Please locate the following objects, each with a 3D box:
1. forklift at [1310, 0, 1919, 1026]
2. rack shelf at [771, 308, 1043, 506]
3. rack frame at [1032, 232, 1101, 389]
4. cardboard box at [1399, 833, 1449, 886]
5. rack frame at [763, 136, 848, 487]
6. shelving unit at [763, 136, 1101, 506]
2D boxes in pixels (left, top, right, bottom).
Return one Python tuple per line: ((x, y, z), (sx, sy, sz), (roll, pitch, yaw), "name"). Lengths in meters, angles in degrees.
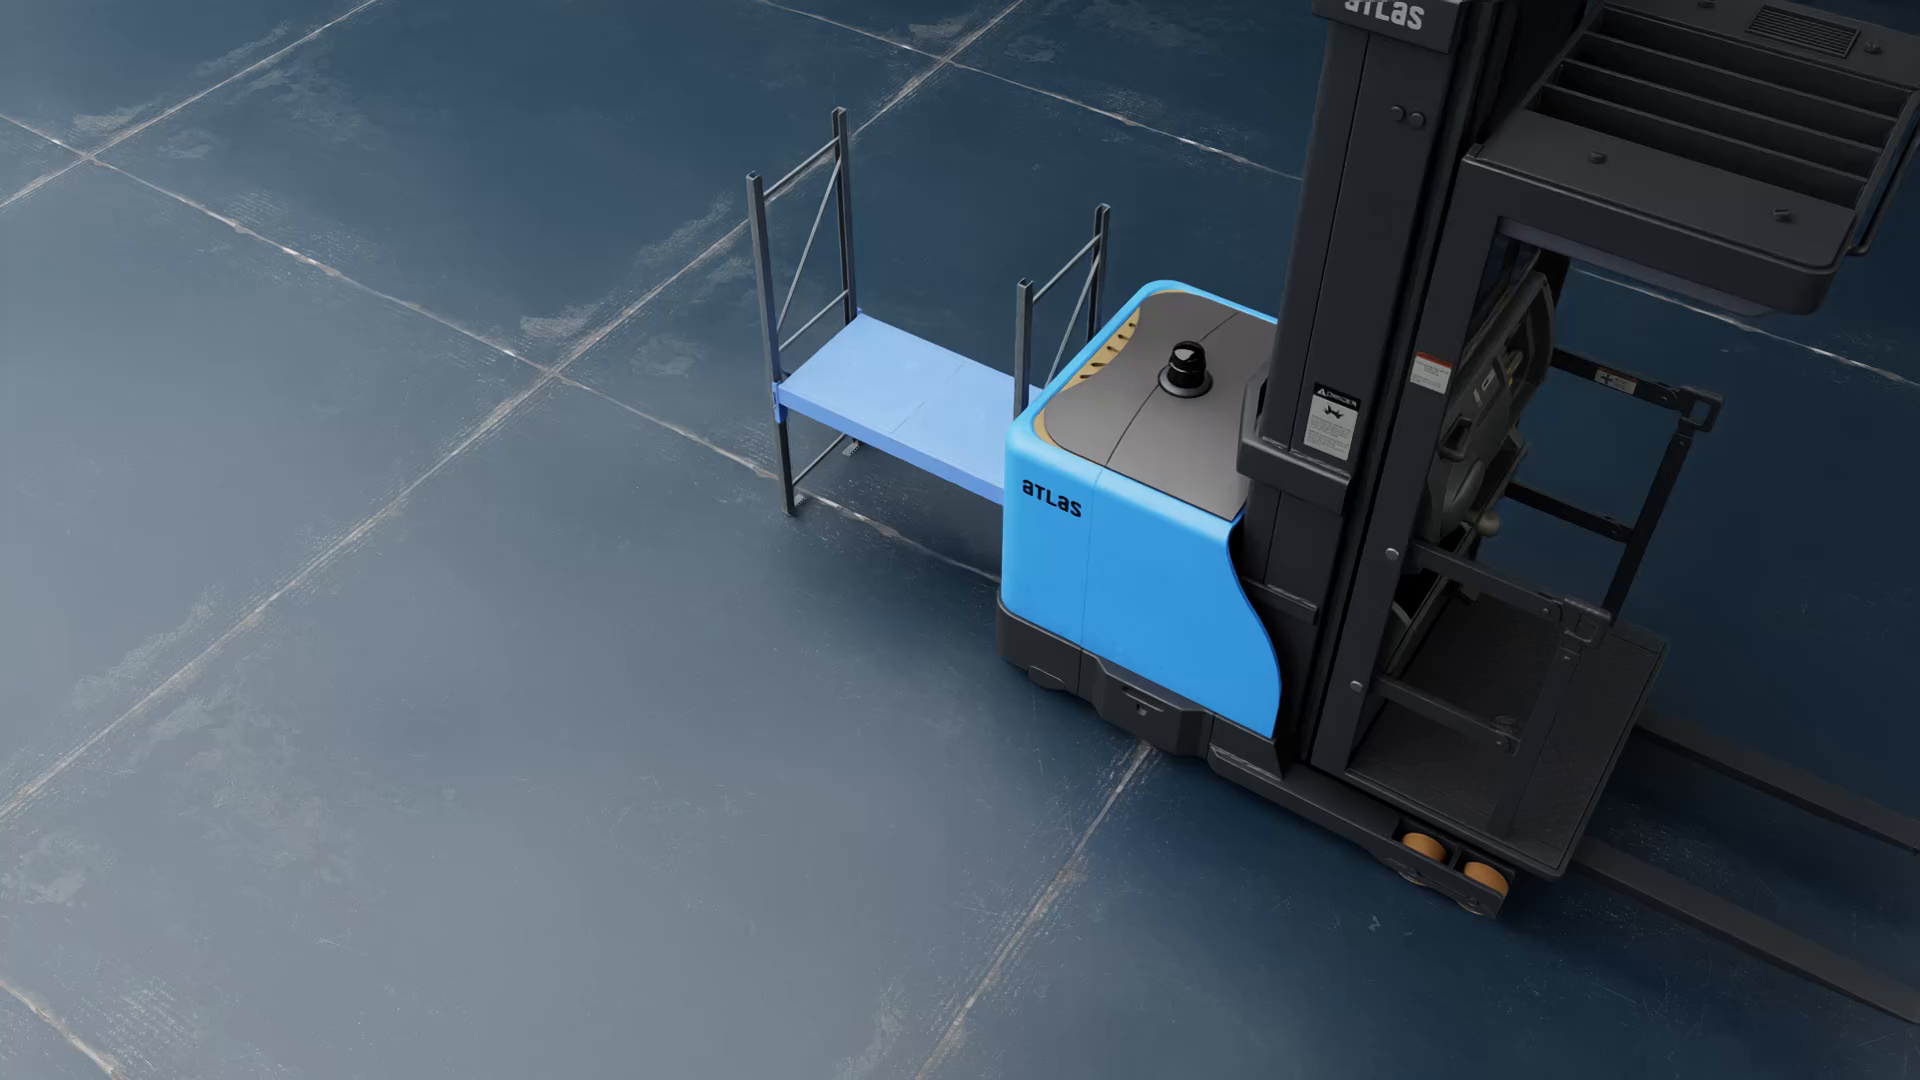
((1.633, -0.305, 4.503), (3.031, 2.935, 1.121), (25, 51, 23), "forklift")
((-0.106, -0.447, 5.889), (1.000, 0.185, 0.538), (25, 51, 23), "rack shelf")
((0.317, -0.370, 5.564), (0.013, 1.308, 0.475), (25, 51, 23), "rack frame")
((1.433, 0.992, 5.177), (0.160, 0.156, 0.130), (24, 50, 21), "cardboard box")
((-0.531, -0.772, 5.955), (0.013, 1.308, 0.475), (25, 51, 23), "rack frame")
((-0.106, -0.572, 5.760), (1.030, 1.308, 0.538), (25, 51, 23), "shelving unit")
